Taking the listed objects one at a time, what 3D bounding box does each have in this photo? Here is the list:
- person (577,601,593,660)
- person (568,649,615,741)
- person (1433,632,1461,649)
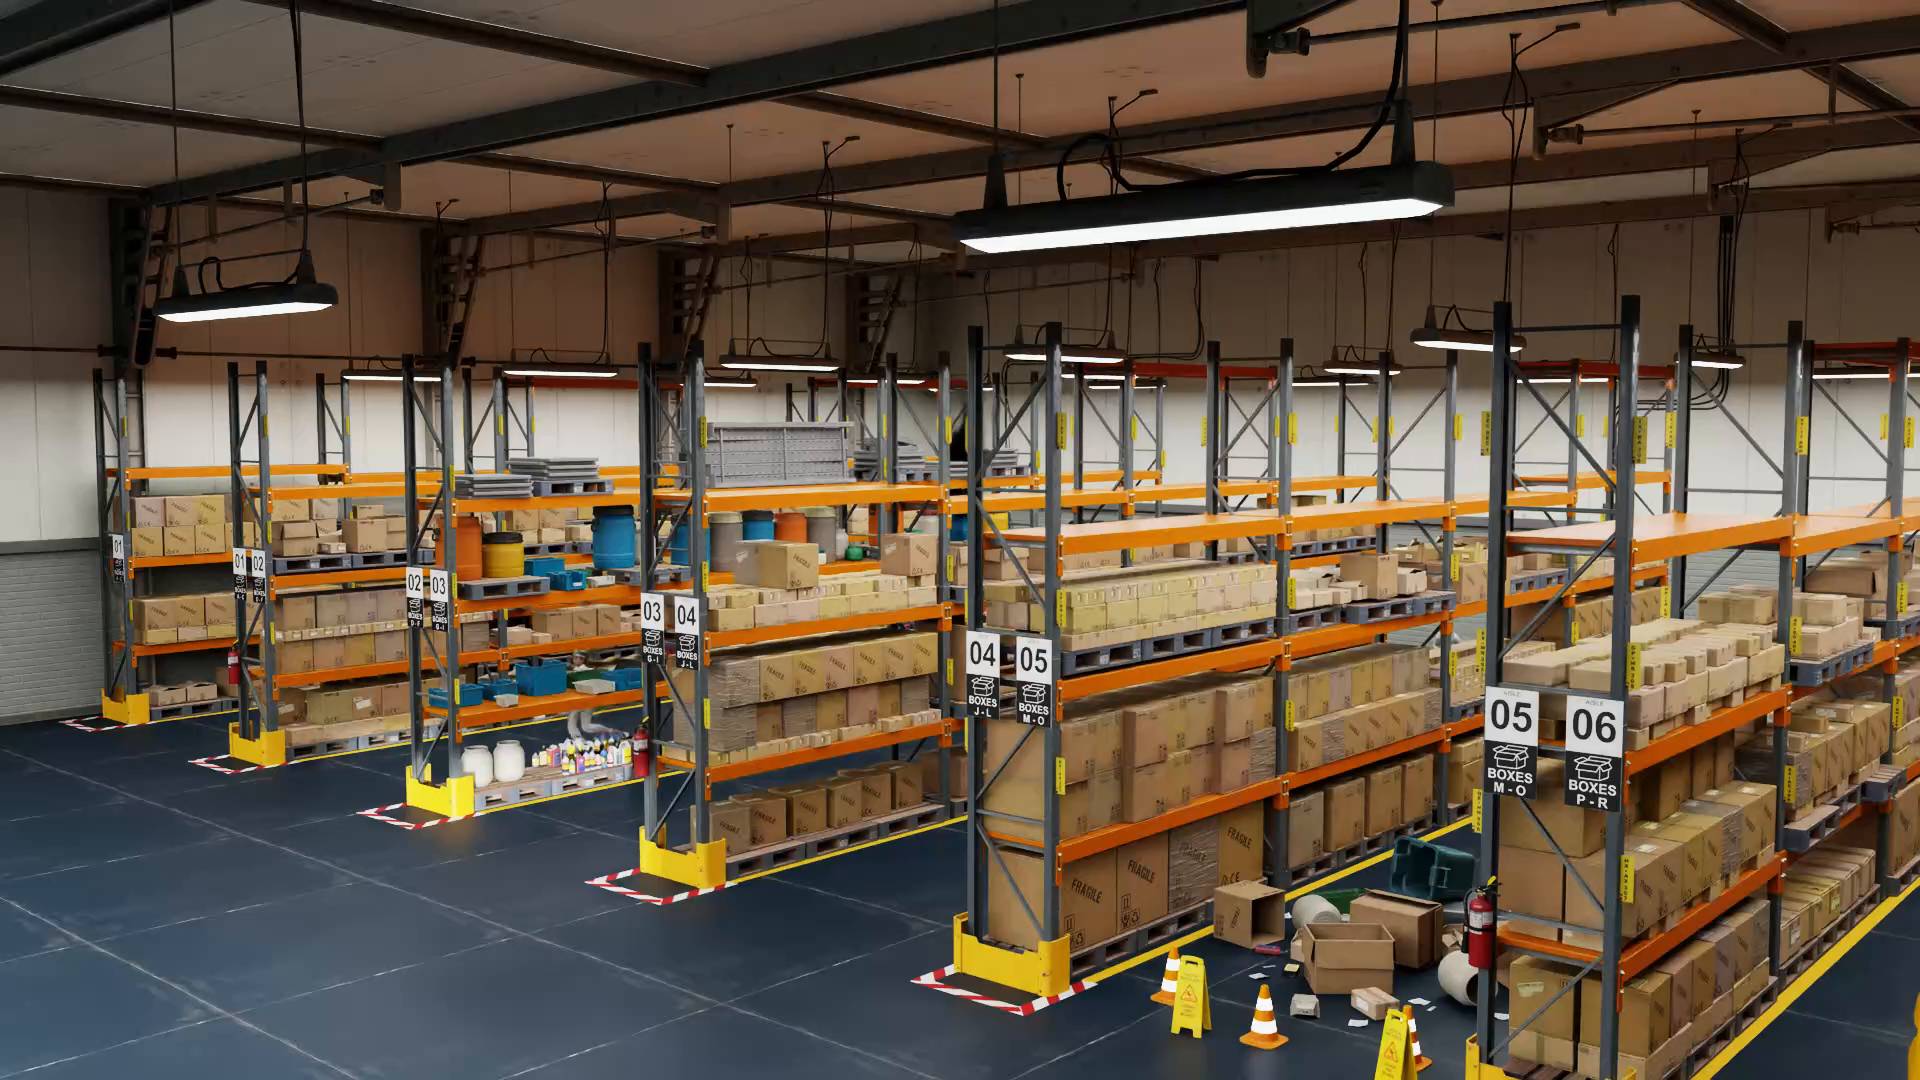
[{"bbox_3d":[-7.147,1.953,31.780,0.641,1.768,0.915,3,5,31],"label":"person"},{"bbox_3d":[-5.695,2.476,25.458,0.782,1.670,0.603,-4,6,-42],"label":"person"},{"bbox_3d":[8.801,2.219,29.986,0.539,1.546,0.809,2,5,22],"label":"person"}]
